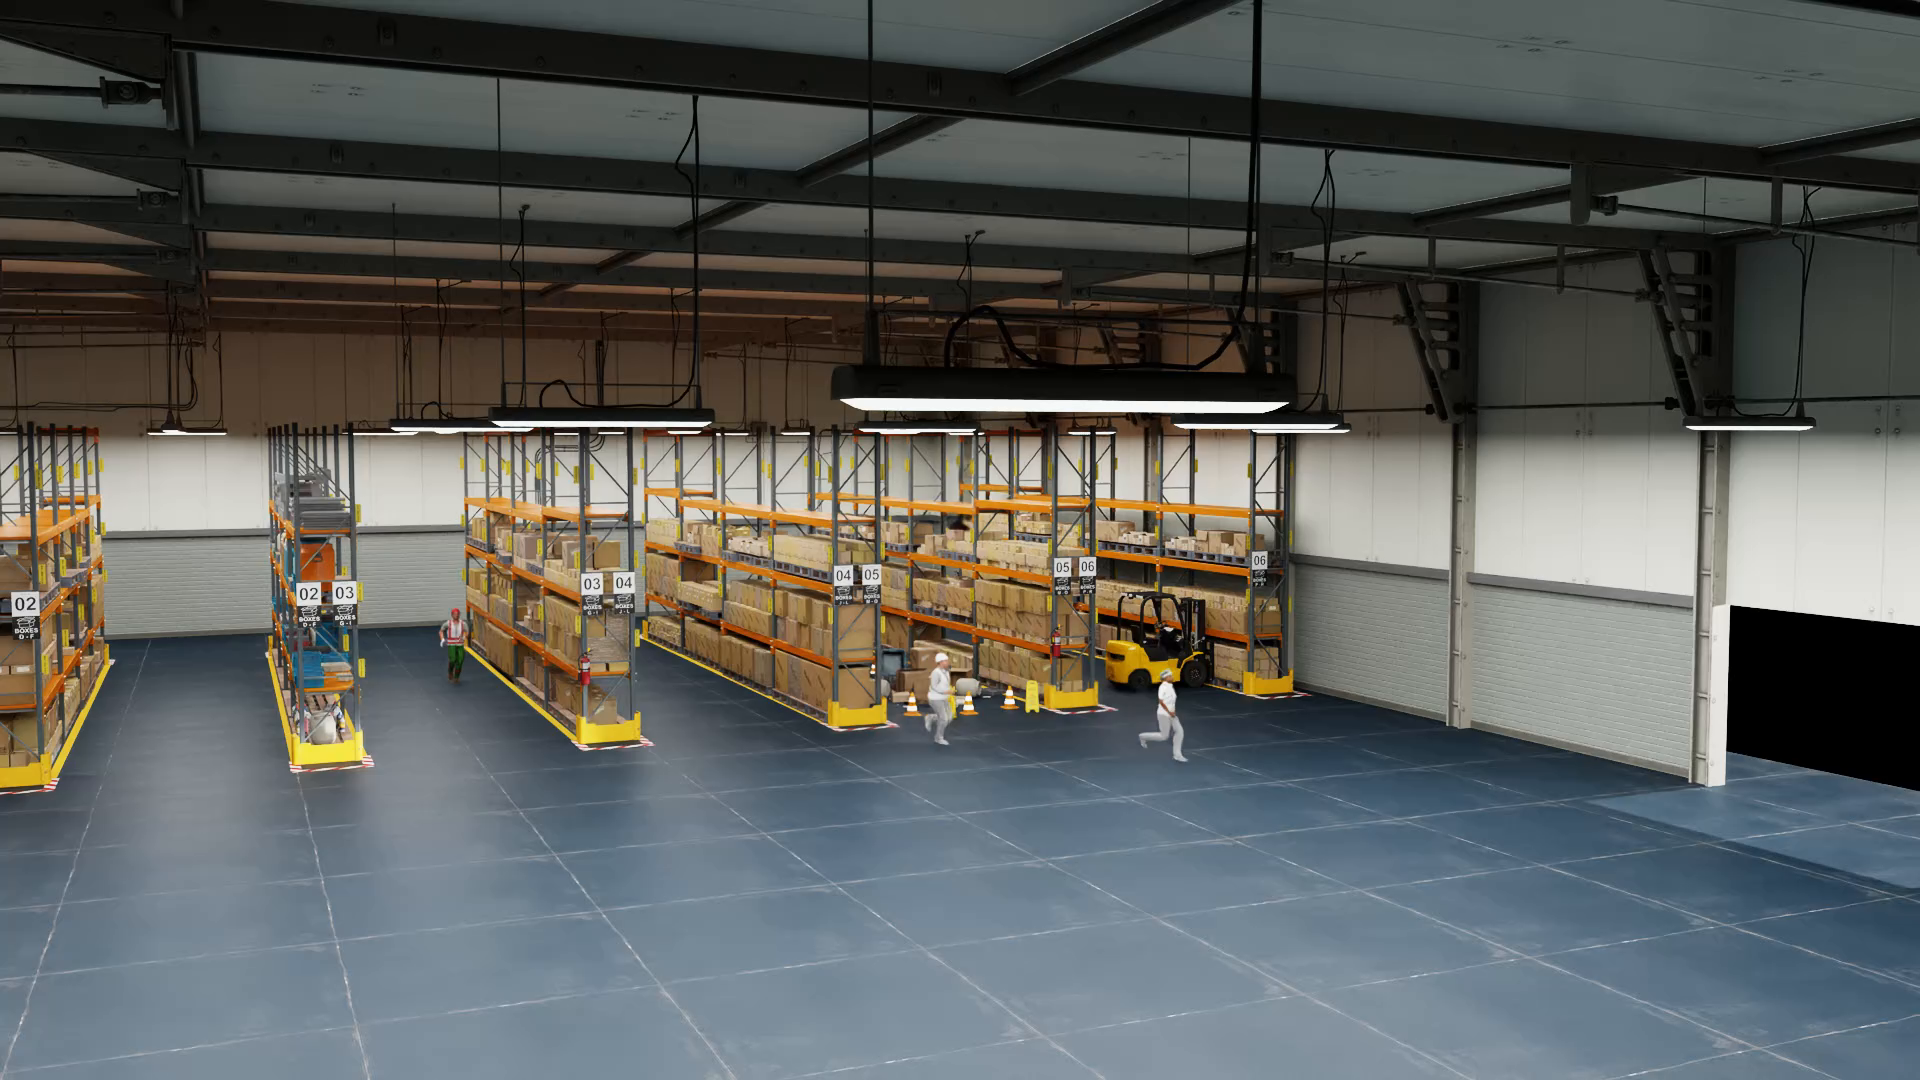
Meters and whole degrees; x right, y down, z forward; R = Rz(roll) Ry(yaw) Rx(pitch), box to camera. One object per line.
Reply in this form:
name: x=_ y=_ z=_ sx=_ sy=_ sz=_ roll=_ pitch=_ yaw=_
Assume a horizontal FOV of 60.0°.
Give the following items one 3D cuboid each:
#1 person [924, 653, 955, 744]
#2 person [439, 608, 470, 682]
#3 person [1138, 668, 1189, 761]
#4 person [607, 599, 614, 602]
person: x=-0.371 y=2.936 z=31.203 sx=0.676 sy=1.658 sz=0.696 roll=1 pitch=4 yaw=23
person: x=-11.761 y=2.467 z=38.804 sx=0.664 sy=1.739 sz=0.603 roll=-2 pitch=4 yaw=-28
person: x=3.640 y=3.102 z=29.613 sx=0.891 sy=1.679 sz=0.564 roll=1 pitch=4 yaw=22
person: x=-9.600 y=2.033 z=46.101 sx=0.712 sy=1.815 sz=0.901 roll=-1 pitch=4 yaw=-9
